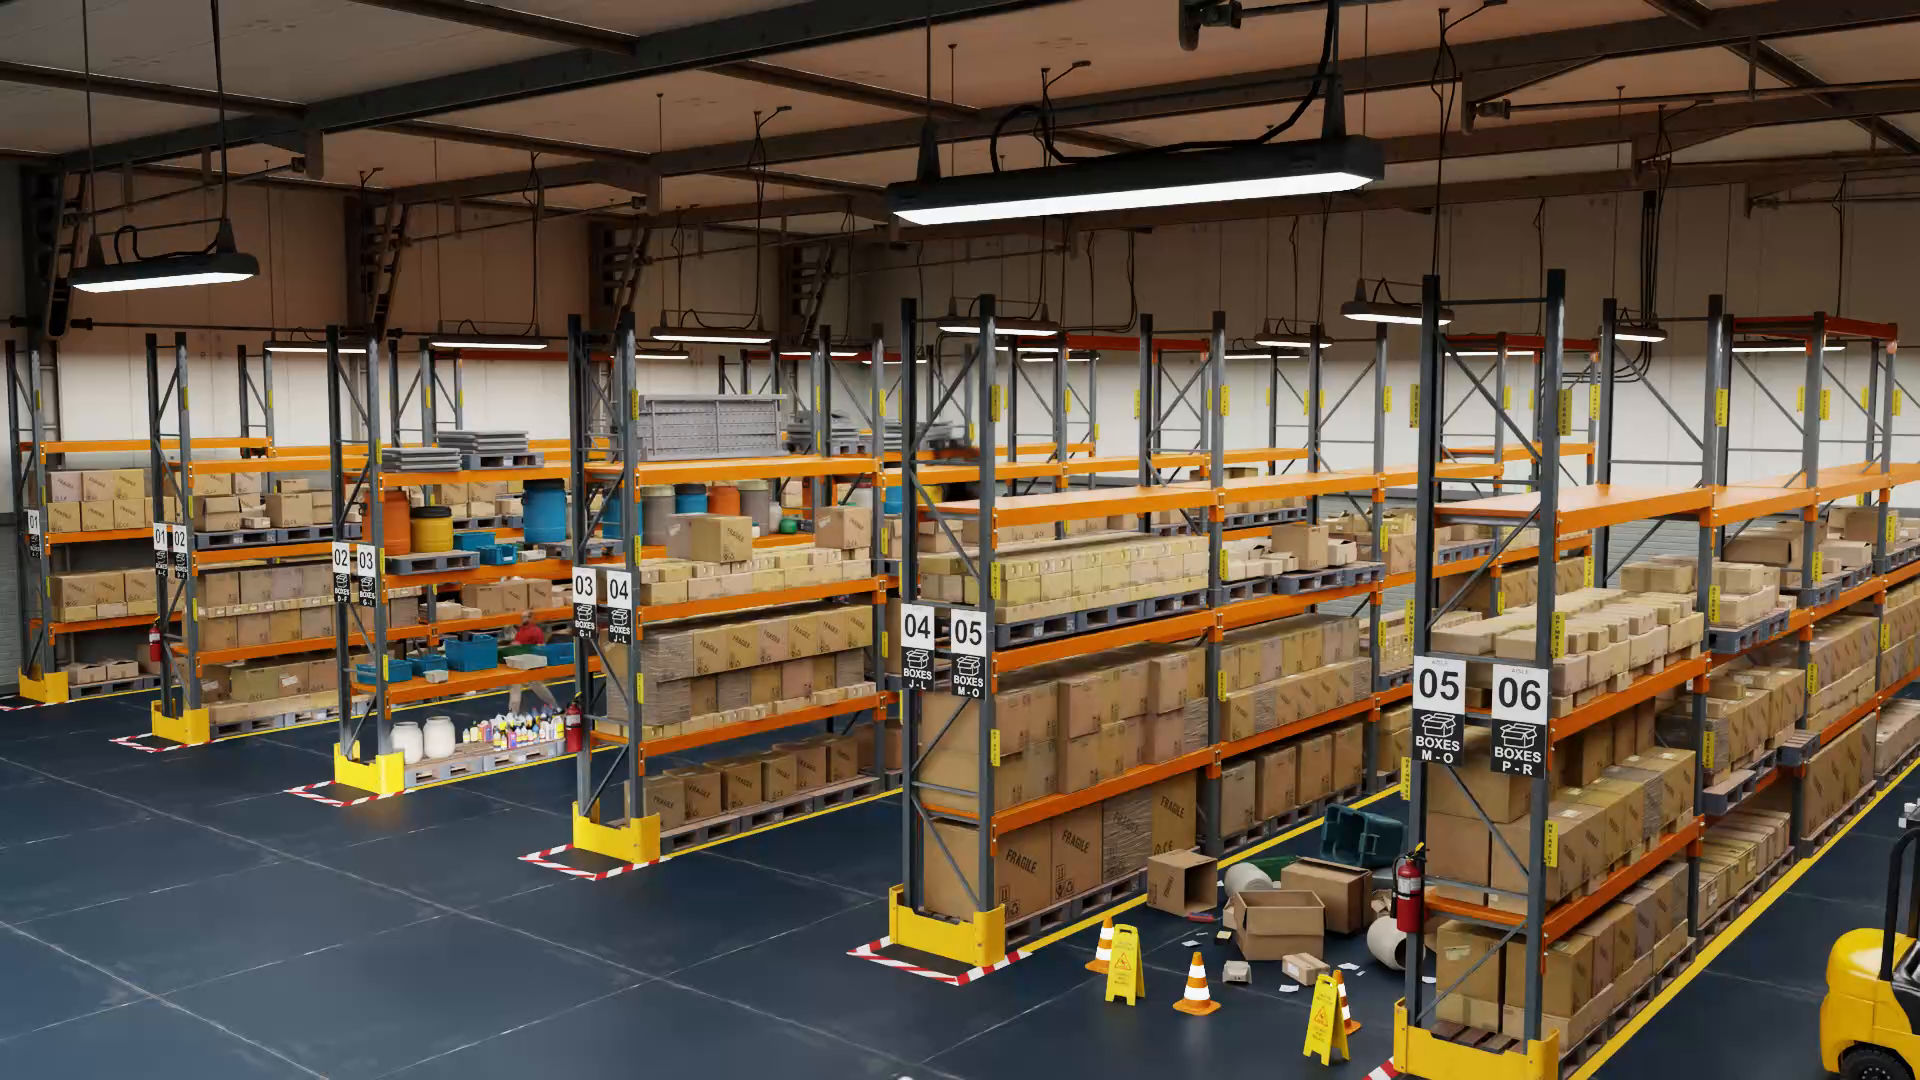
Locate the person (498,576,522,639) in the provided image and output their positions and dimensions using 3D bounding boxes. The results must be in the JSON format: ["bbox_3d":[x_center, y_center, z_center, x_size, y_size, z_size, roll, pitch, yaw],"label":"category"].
[{"bbox_3d":[-8.824,1.348,32.523,0.632,1.824,0.705,3,6,29],"label":"person"}]

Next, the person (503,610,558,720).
[{"bbox_3d":[-6.749,1.954,25.944,0.656,1.744,0.922,4,6,35],"label":"person"}]
